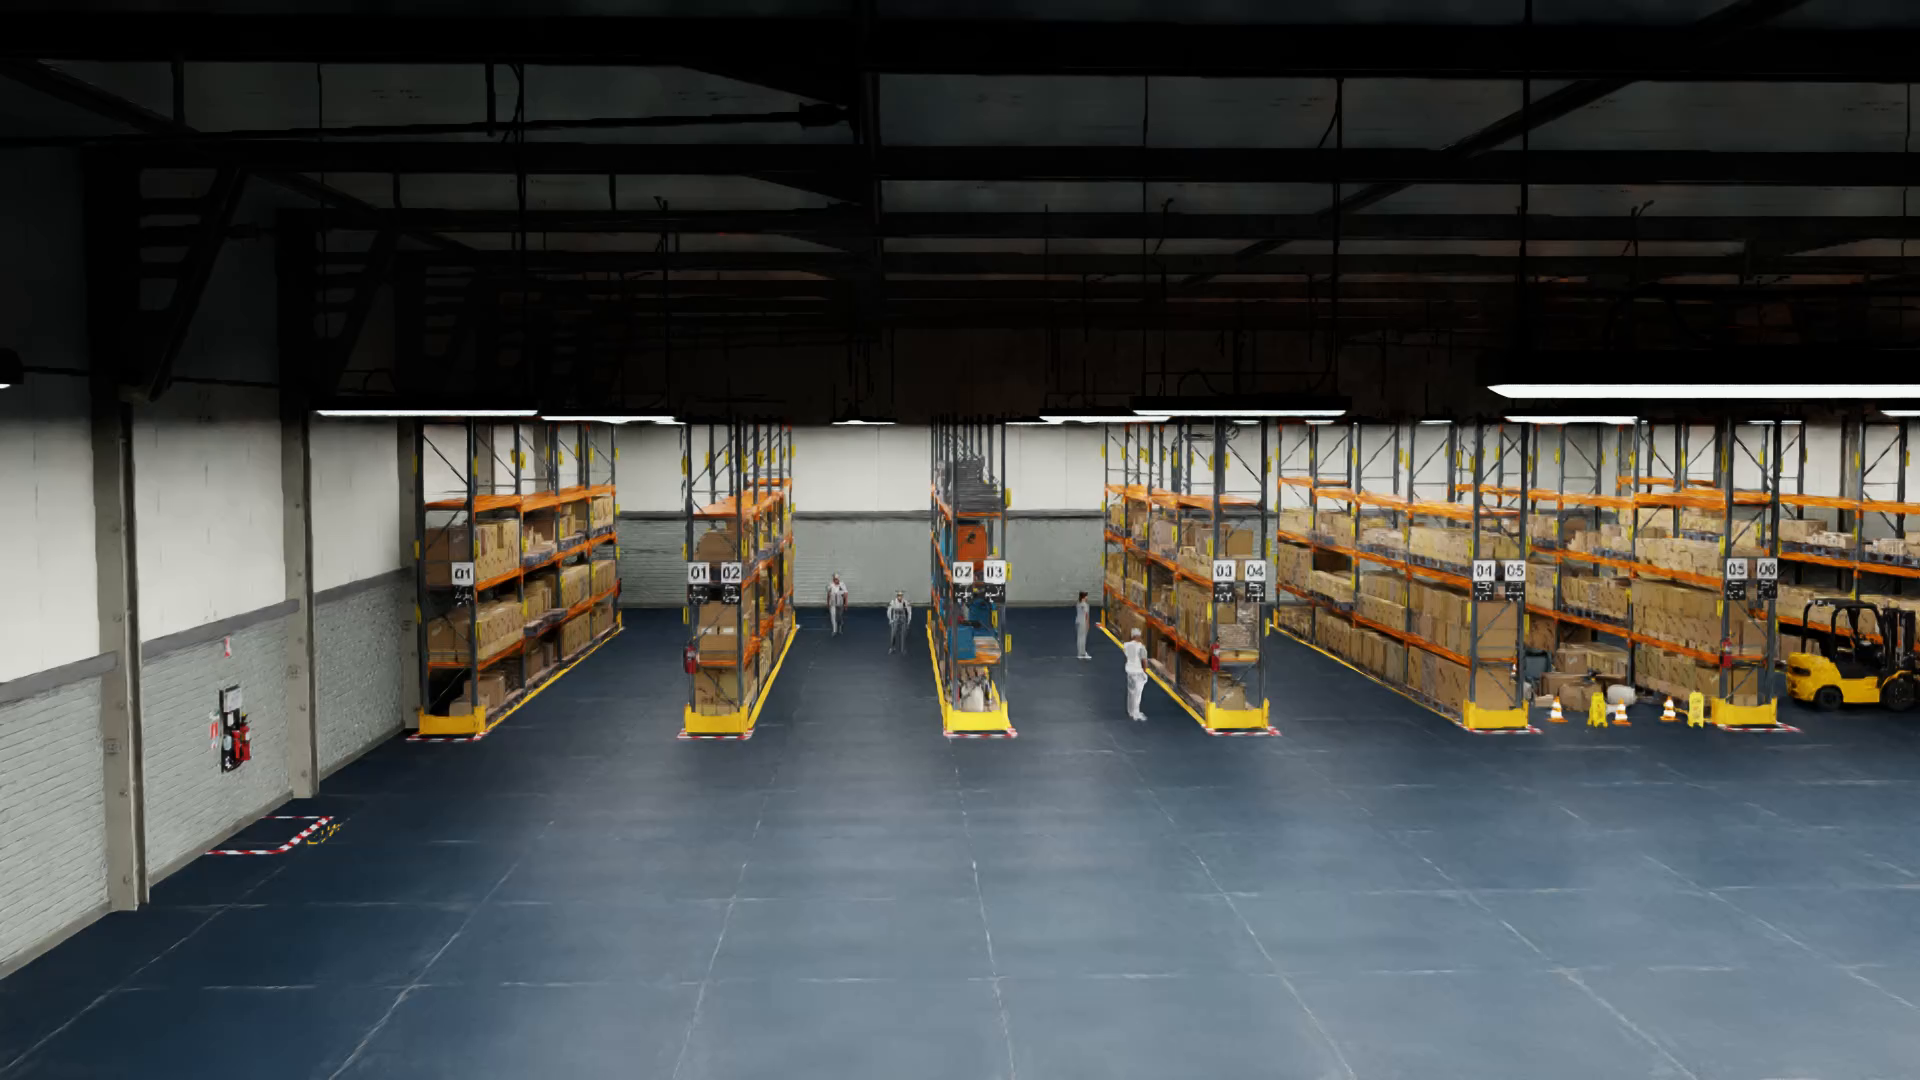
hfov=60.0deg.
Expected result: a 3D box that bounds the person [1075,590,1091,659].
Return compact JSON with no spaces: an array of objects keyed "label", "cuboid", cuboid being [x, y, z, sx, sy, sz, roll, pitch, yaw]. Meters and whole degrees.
[{"label":"person","cuboid":[3.067,2.078,41.035,0.454,1.679,0.538,-2,4,-29]}]

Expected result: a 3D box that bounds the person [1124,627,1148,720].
[{"label":"person","cuboid":[3.478,2.597,32.579,0.457,1.783,0.618,-3,5,-33]}]

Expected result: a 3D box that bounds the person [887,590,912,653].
[{"label":"person","cuboid":[-1.530,2.049,42.137,0.639,1.632,0.512,0,4,-3]}]

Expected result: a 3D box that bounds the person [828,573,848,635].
[{"label":"person","cuboid":[-3.373,1.741,45.874,0.554,1.712,1.031,0,4,-4]}]
